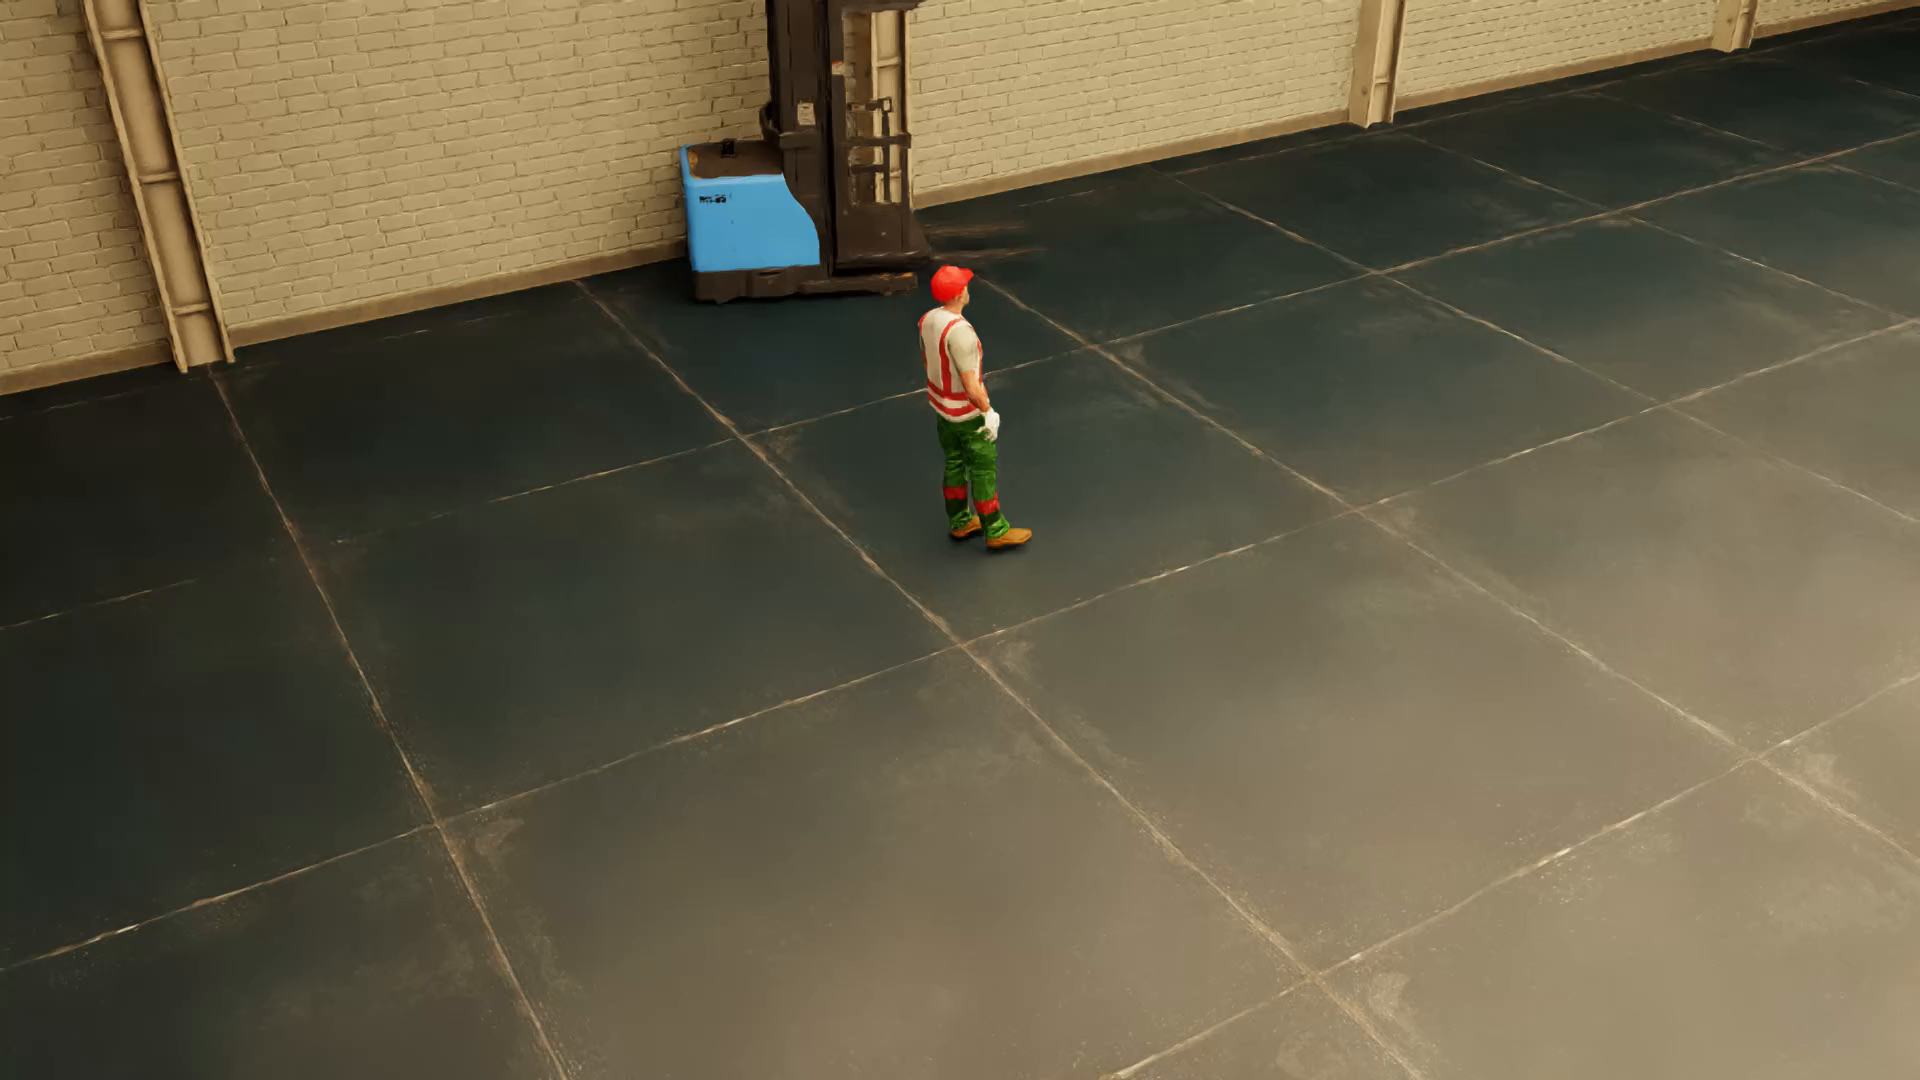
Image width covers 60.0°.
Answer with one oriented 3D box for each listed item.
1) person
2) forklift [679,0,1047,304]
[{"bbox_3d":[0.075,-0.824,10.044,0.563,1.787,0.637,-17,35,-26],"label":"person"},{"bbox_3d":[-0.804,-3.571,13.611,3.031,2.935,1.130,-6,31,-9],"label":"forklift"}]
